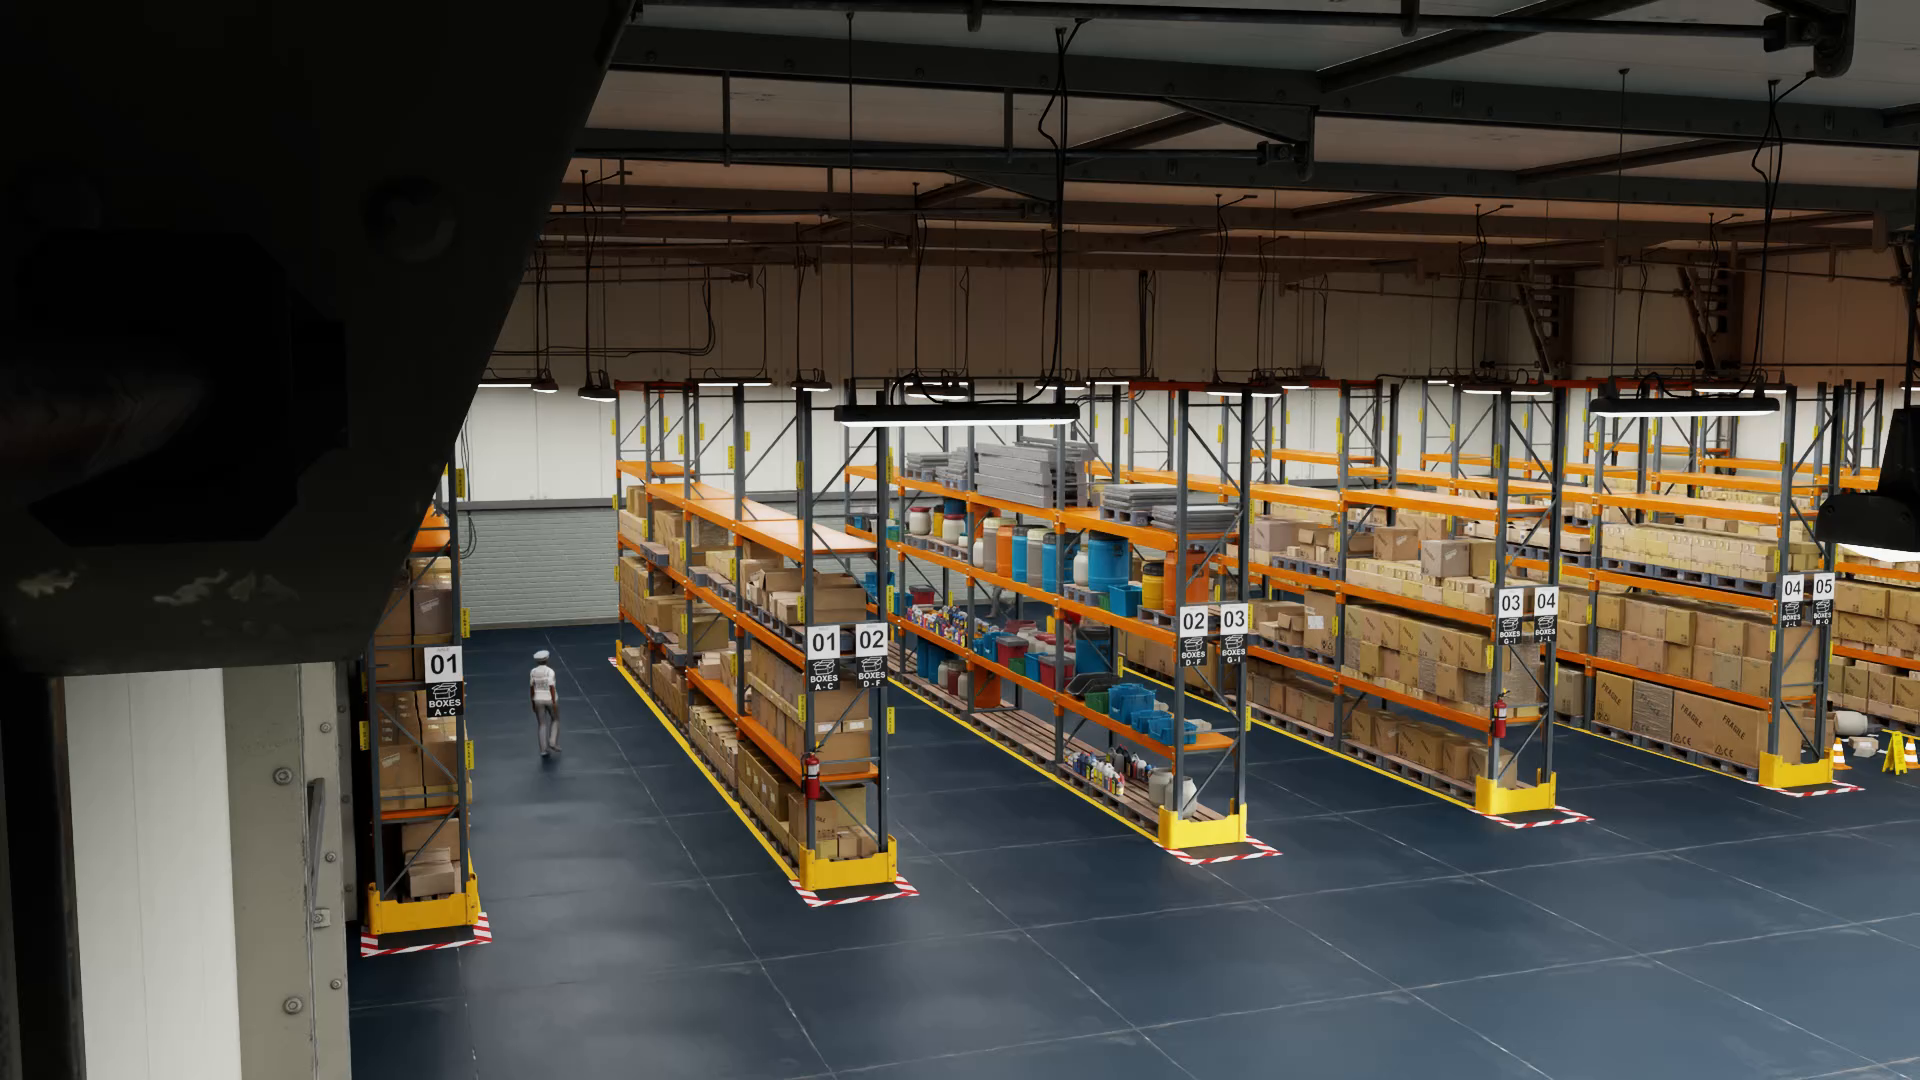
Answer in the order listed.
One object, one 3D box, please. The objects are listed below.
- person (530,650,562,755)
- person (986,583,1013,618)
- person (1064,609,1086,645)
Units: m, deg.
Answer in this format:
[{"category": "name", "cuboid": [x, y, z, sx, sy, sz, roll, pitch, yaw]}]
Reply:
[{"category": "person", "cuboid": [-6.741, 2.643, 26.998, 0.469, 1.686, 0.519, -1, 6, -6]}, {"category": "person", "cuboid": [0.984, 1.105, 41.700, 0.884, 1.616, 0.438, -4, 7, -32]}, {"category": "person", "cuboid": [2.286, 1.787, 33.989, 0.713, 1.664, 0.724, -1, 6, -11]}]
